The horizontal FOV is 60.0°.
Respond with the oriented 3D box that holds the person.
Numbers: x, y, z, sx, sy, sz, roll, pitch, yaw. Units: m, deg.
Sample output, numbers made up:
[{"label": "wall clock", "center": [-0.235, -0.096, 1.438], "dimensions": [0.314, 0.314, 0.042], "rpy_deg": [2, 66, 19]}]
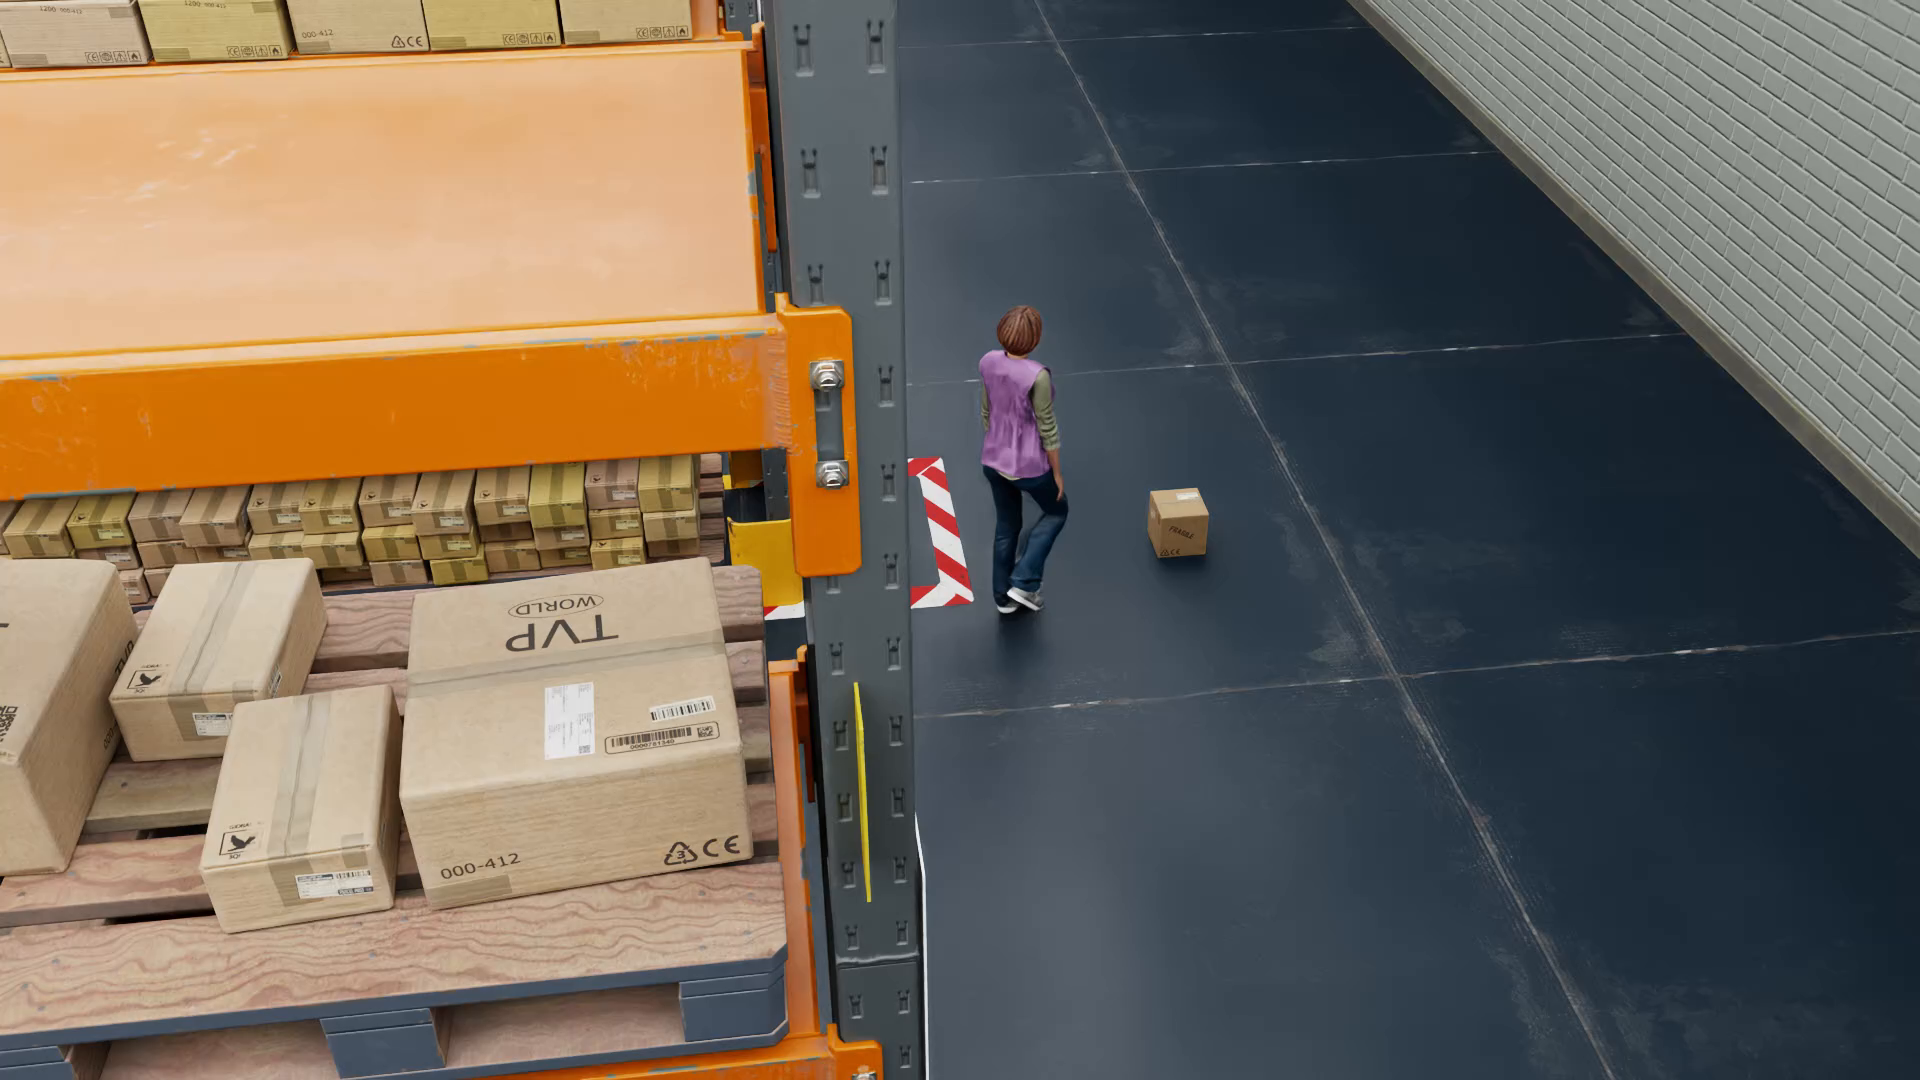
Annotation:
[{"label": "person", "center": [0.285, -0.358, 7.757], "dimensions": [0.479, 1.594, 0.400], "rpy_deg": [26, 43, 32]}]
